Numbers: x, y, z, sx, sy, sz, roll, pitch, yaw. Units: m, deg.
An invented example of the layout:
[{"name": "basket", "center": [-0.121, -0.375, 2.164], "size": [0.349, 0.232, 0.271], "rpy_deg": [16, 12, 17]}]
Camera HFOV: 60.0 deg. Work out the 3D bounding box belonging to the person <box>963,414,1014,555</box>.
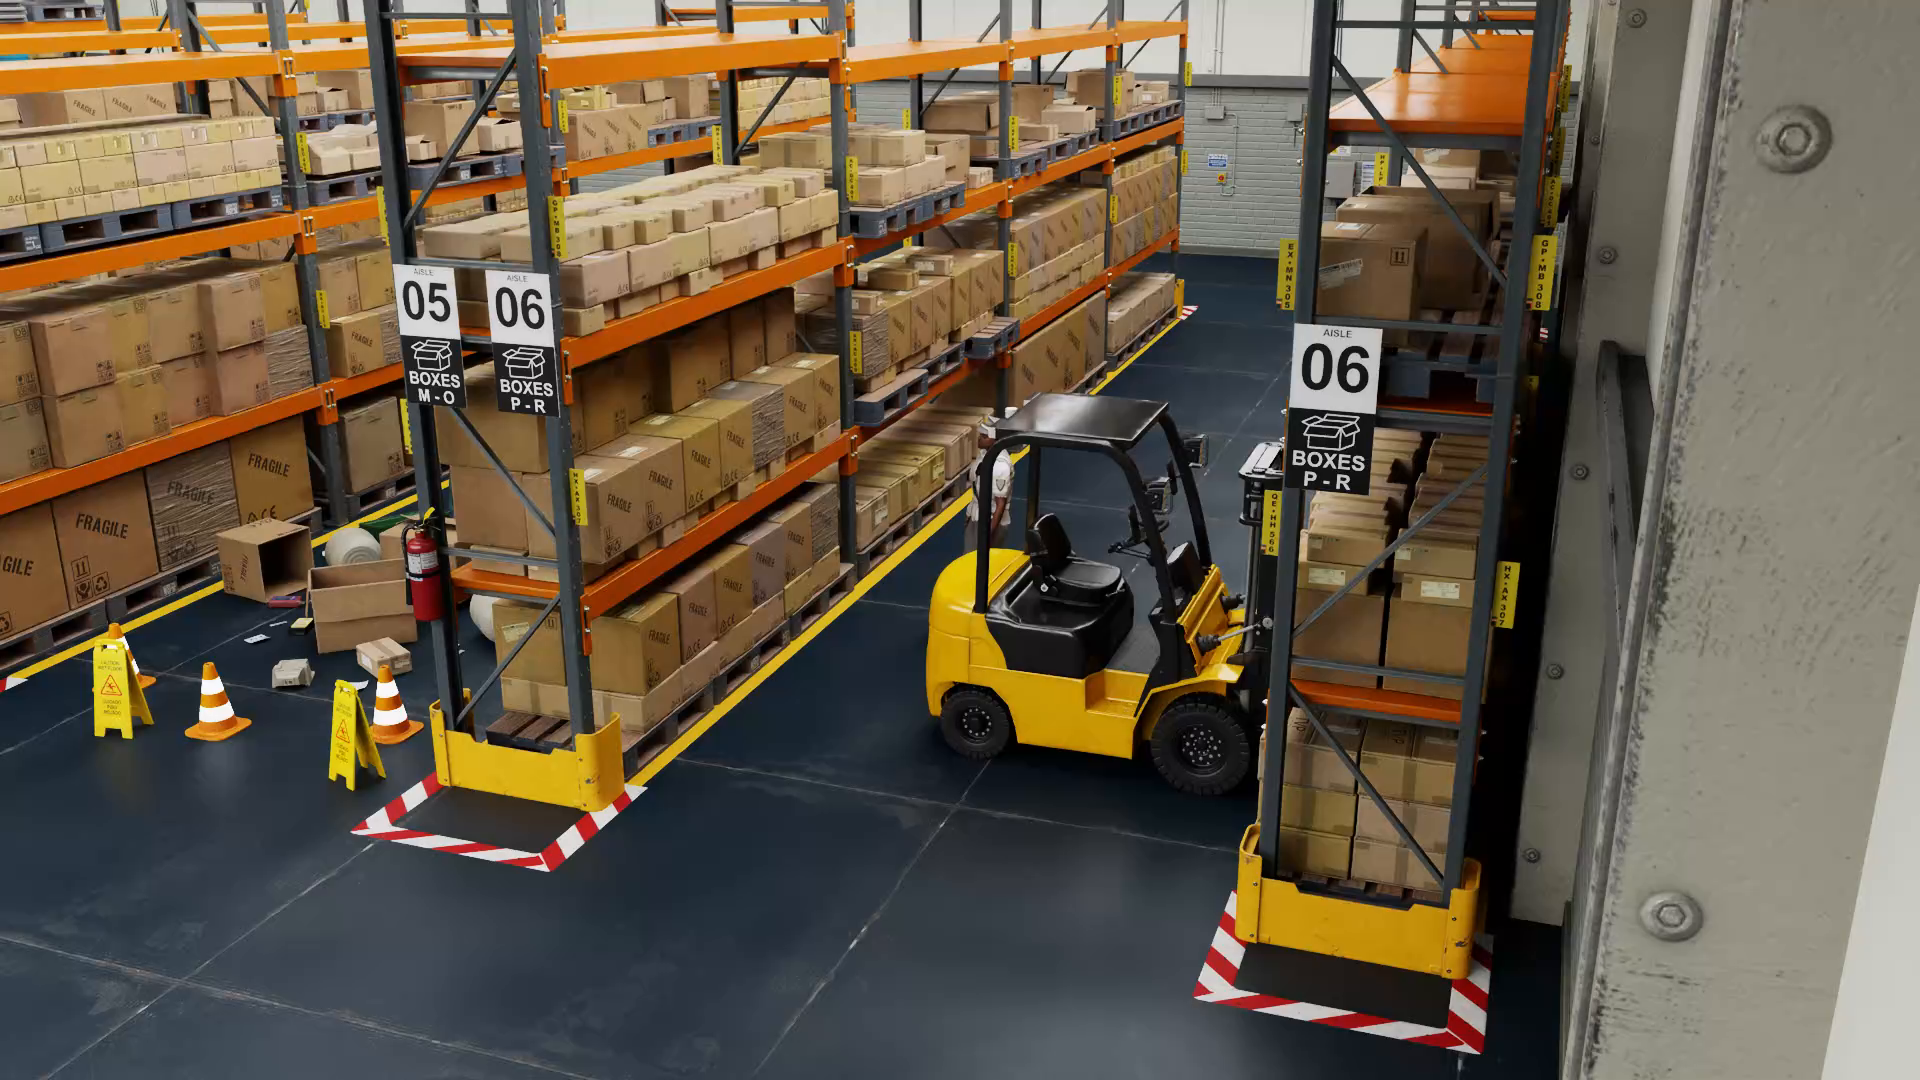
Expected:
[{"name": "person", "center": [0.125, -0.122, 12.343], "size": [0.530, 1.695, 0.569], "rpy_deg": [-4, 19, -12]}]
